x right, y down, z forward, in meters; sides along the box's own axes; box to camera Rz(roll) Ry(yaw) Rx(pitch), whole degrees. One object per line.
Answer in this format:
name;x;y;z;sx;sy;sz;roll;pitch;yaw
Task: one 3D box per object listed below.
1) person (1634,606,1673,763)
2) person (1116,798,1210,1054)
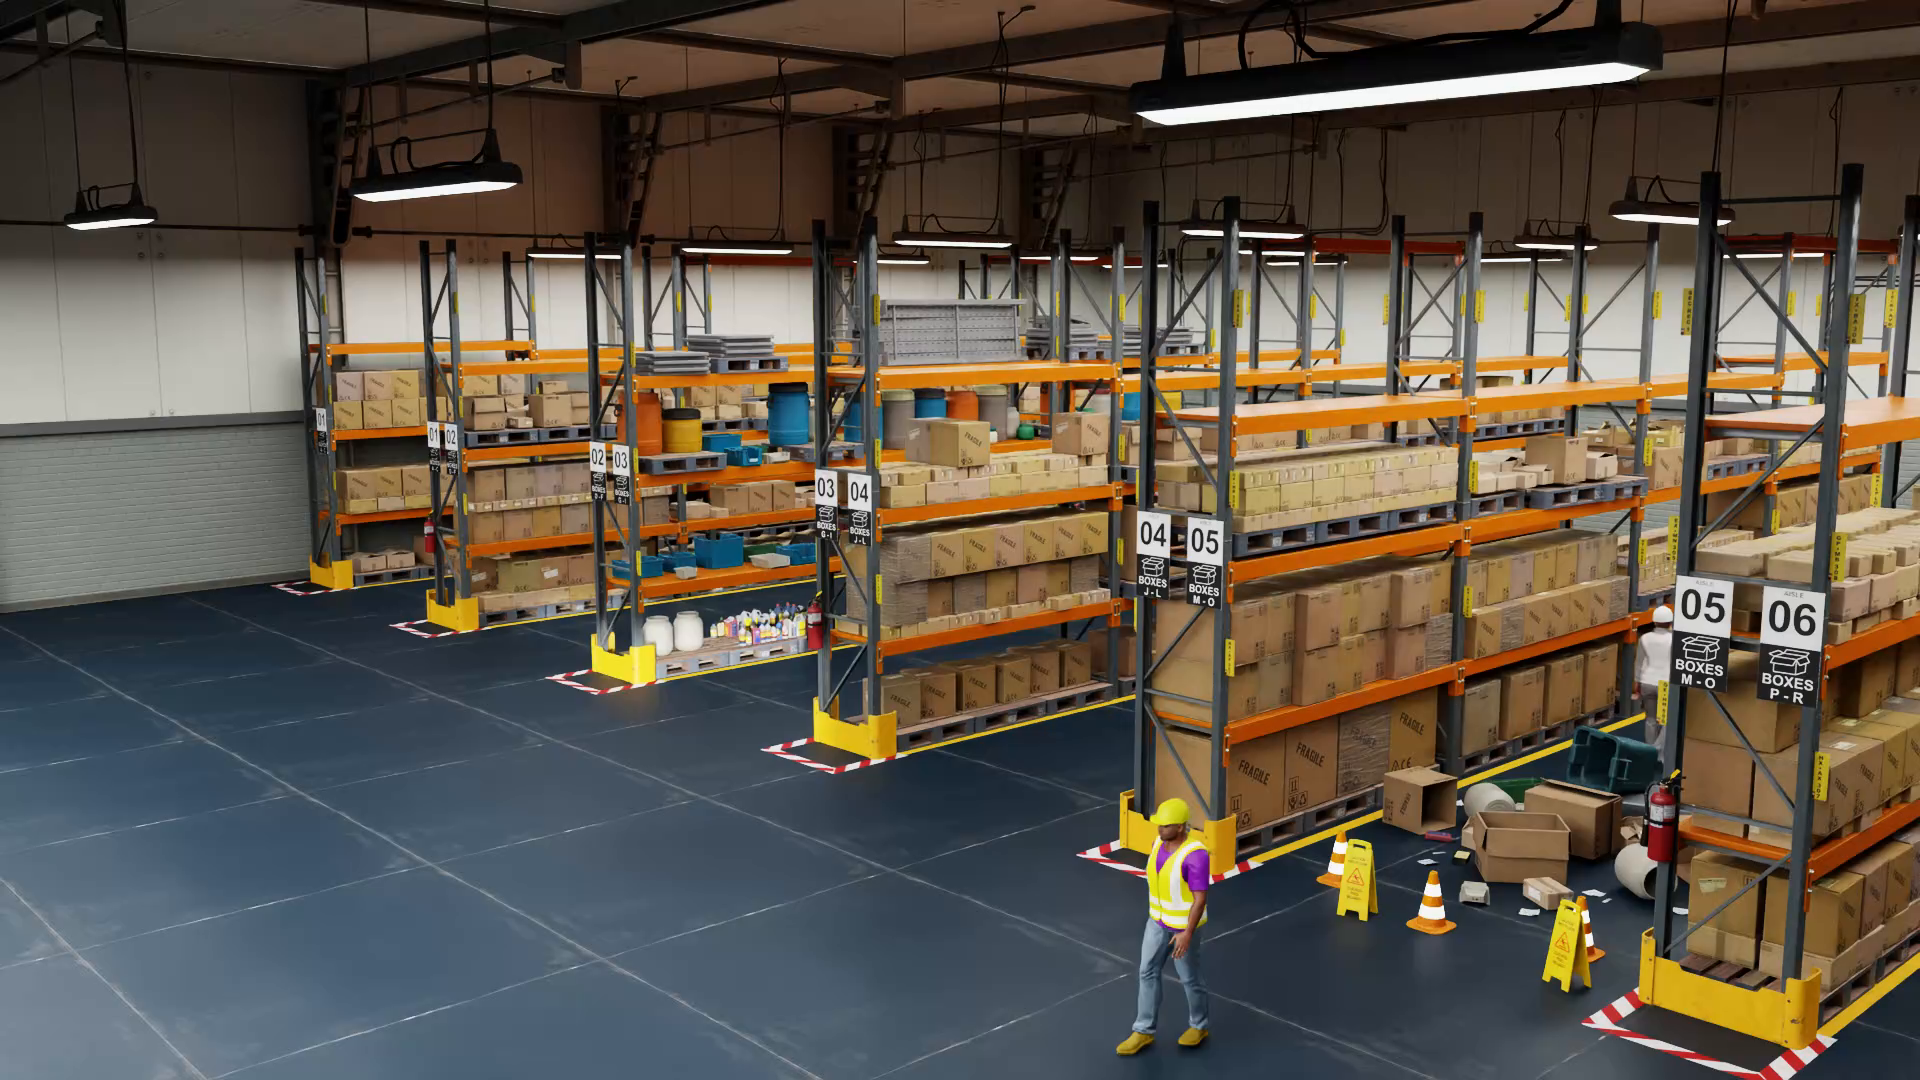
person;7.735;1.612;18.392;0.537;1.772;0.566;-8;12;-44
person;1.435;2.638;11.398;0.705;1.775;0.622;-6;10;-33
